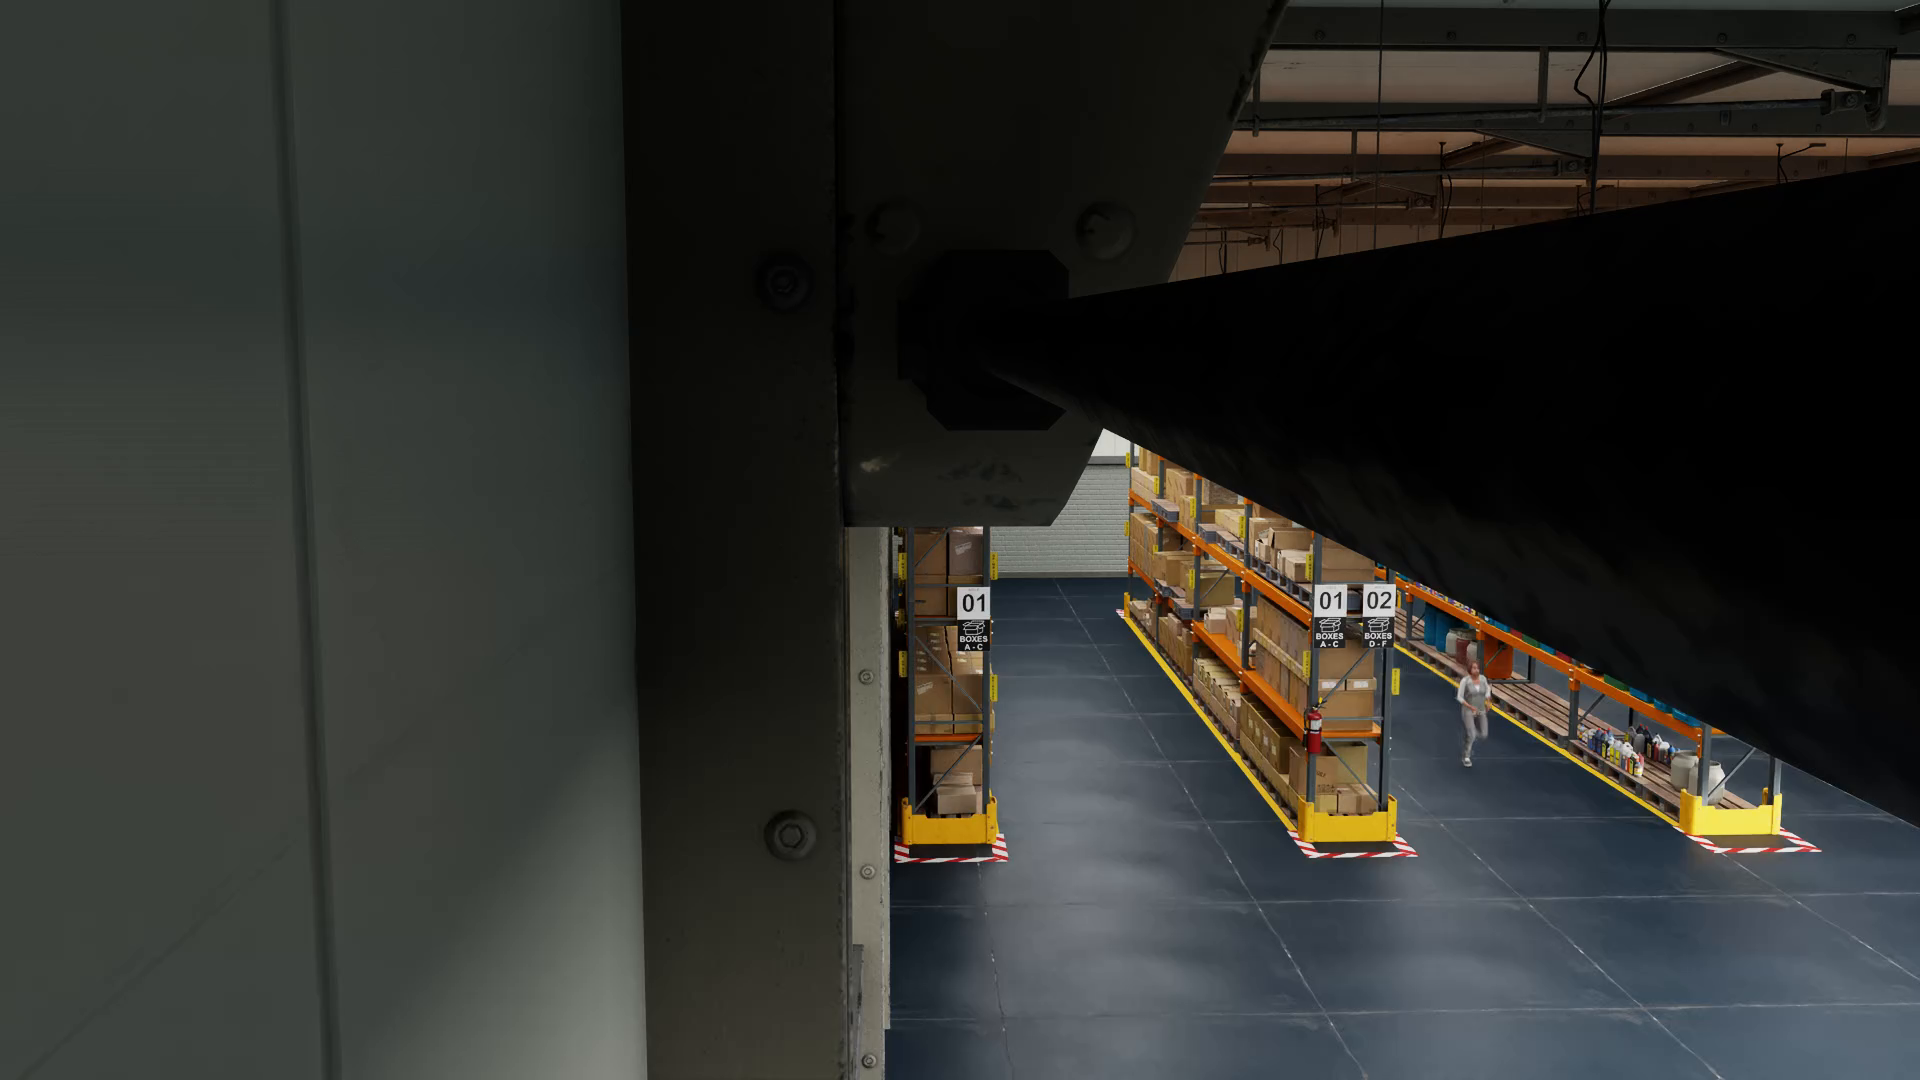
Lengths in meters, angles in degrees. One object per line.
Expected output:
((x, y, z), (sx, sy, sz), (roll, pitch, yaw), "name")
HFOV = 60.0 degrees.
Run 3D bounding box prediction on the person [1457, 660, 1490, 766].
((7.428, 2.504, 23.994), (0.560, 1.558, 0.605), (-1, 7, -6), "person")
